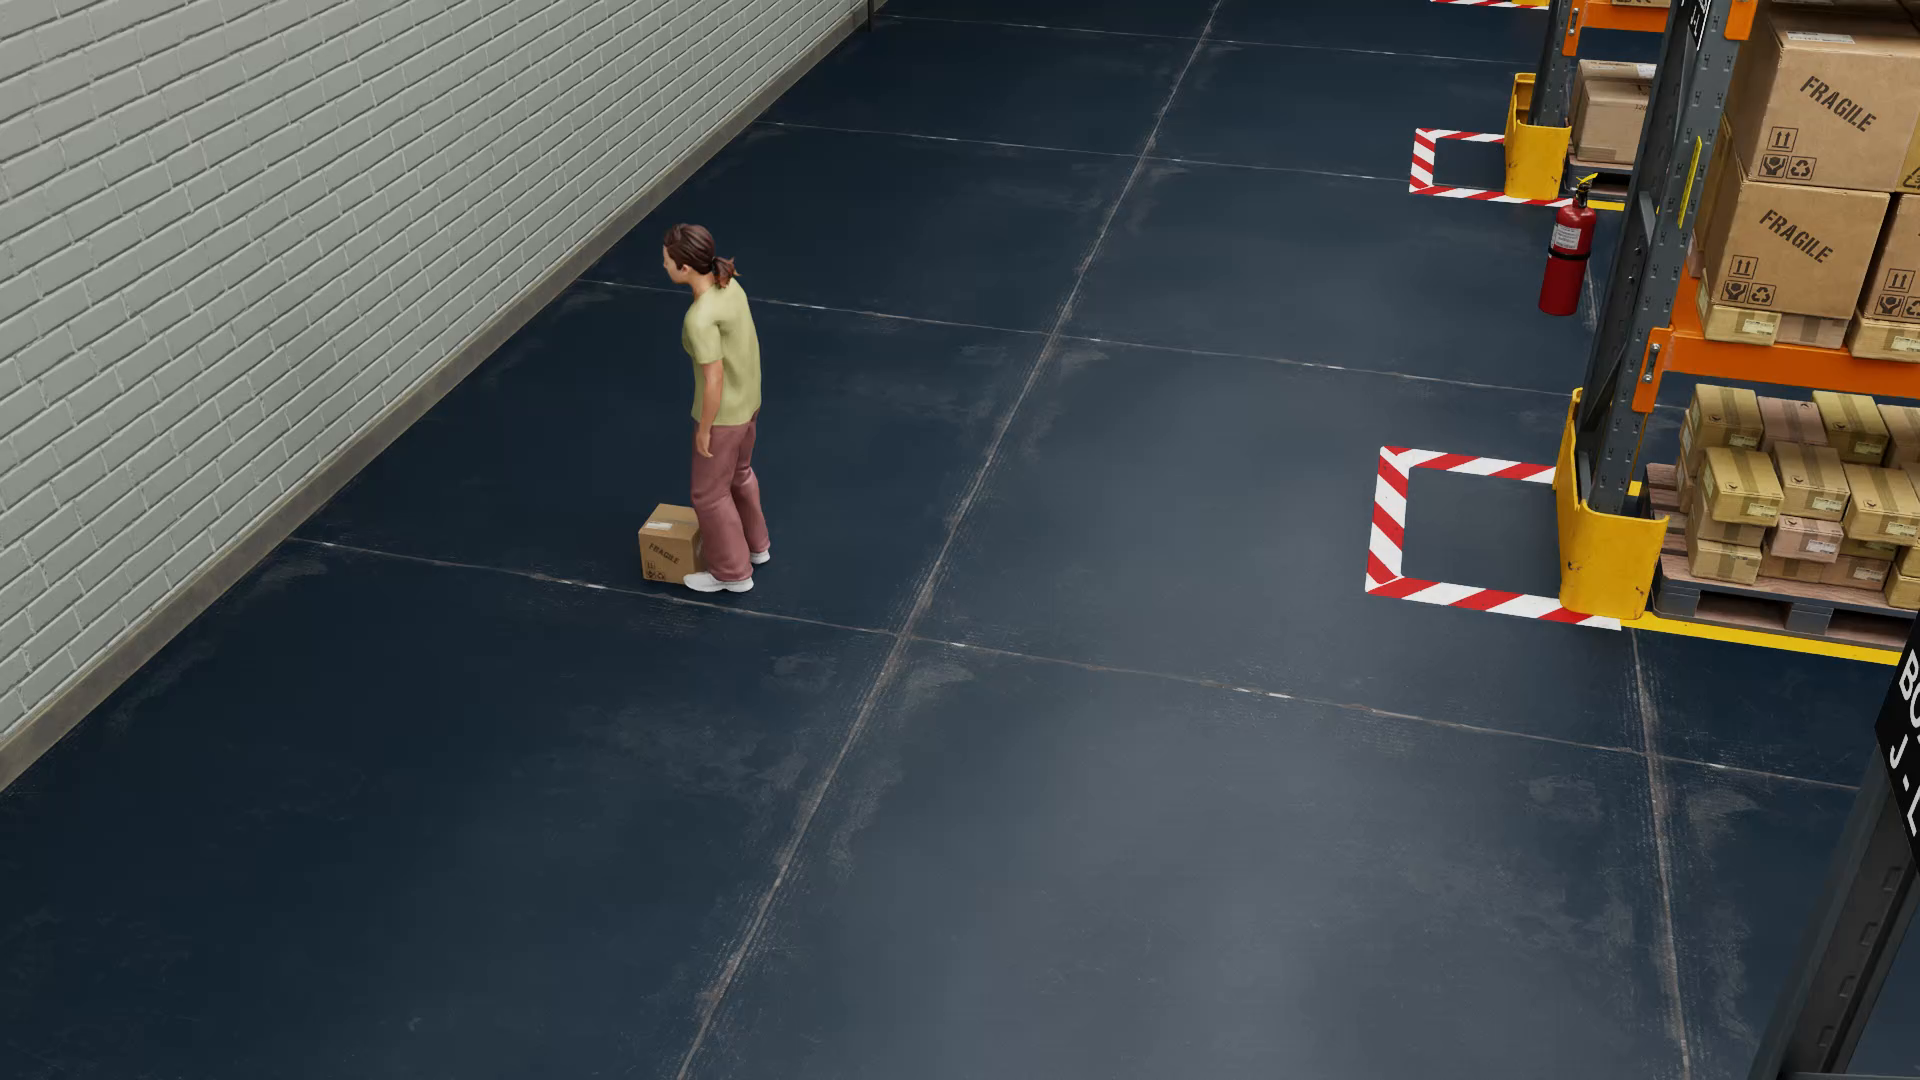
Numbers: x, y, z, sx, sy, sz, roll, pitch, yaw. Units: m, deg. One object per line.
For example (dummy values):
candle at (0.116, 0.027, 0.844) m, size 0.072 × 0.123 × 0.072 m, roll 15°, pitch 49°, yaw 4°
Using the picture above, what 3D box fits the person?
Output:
person at (-1.019, -0.446, 7.046) m, size 0.366 × 1.436 × 0.512 m, roll 6°, pitch 33°, yaw 10°
